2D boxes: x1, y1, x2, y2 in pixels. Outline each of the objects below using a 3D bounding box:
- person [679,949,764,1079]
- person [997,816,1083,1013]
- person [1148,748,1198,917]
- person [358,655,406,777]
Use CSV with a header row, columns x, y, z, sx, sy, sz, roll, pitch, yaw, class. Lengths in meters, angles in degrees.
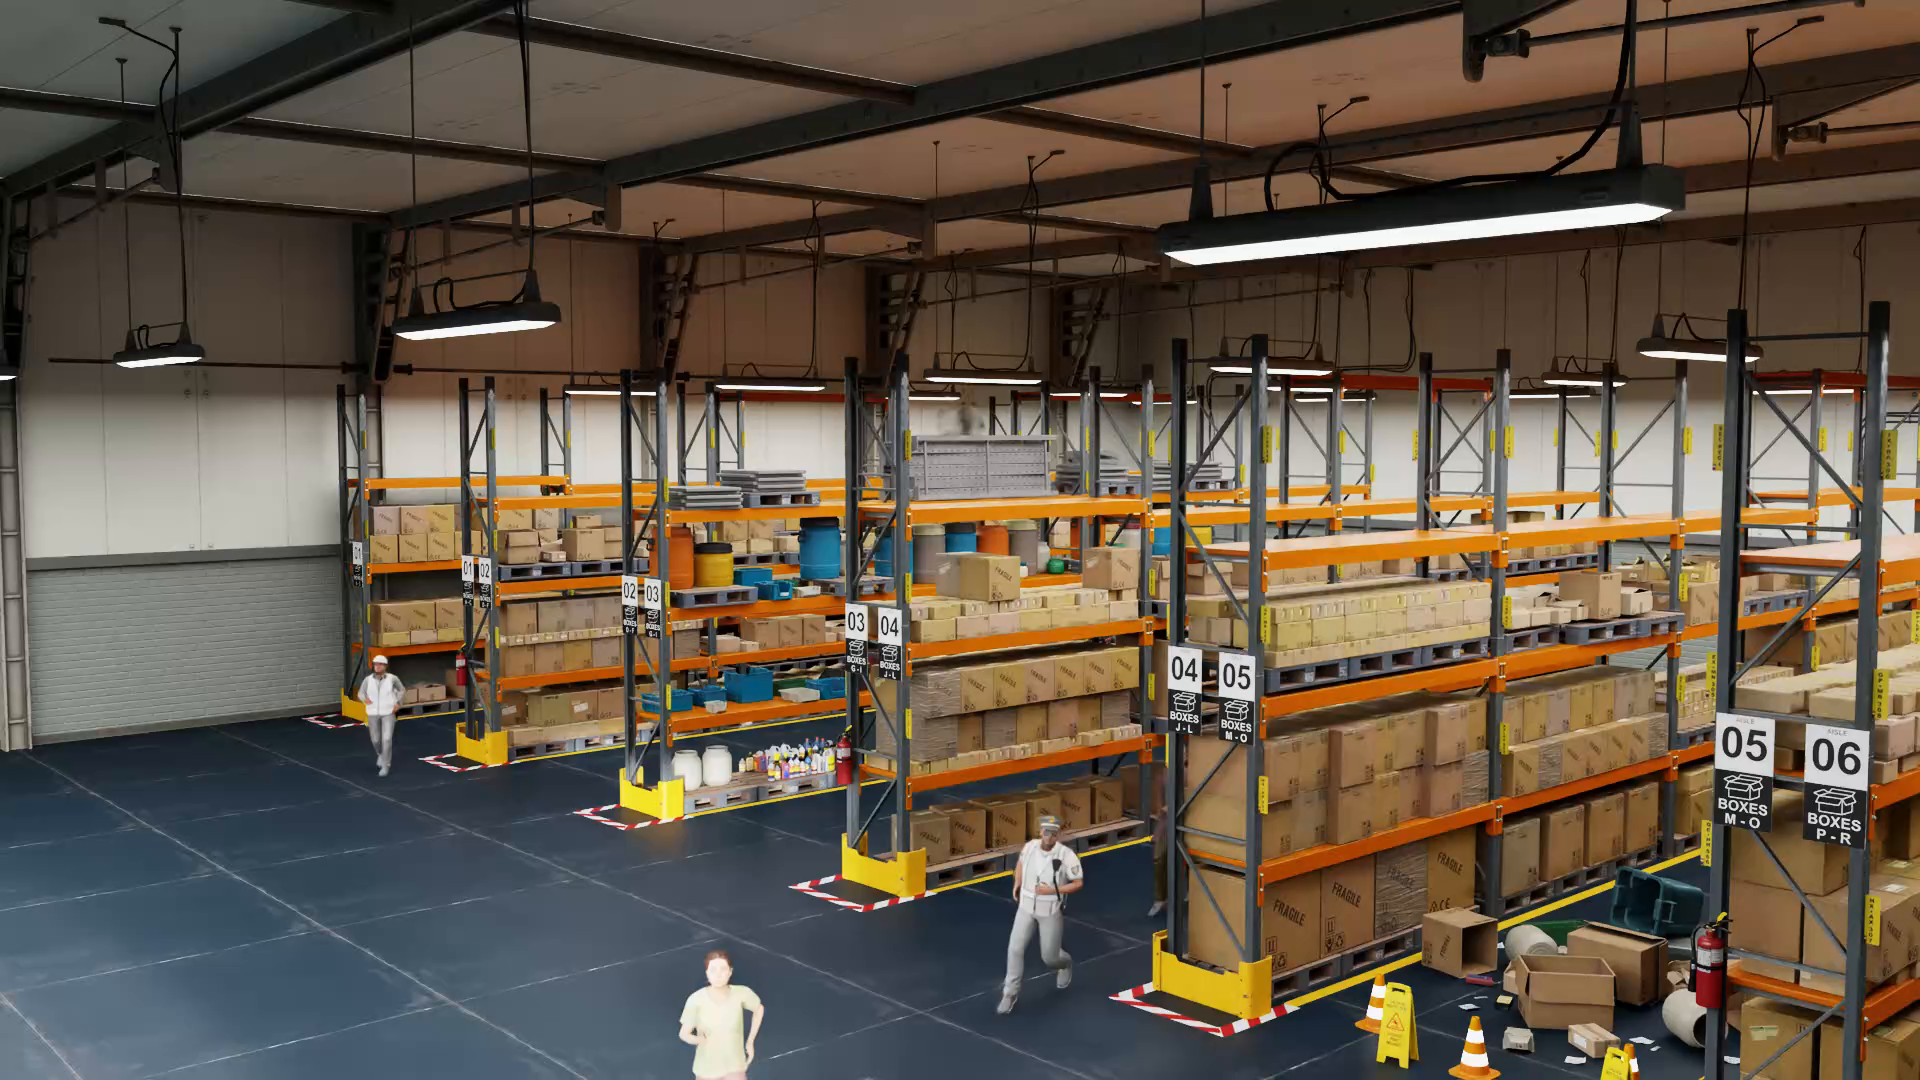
x,y,z,sx,sy,sz,roll,pitch,yaw,class
-1.603,3.597,11.164,0.558,1.705,0.670,0,4,-4,person
0.774,3.334,15.003,0.689,1.757,0.866,2,4,24,person
2.370,3.109,17.895,0.688,1.839,0.873,3,5,38,person
-8.738,2.626,25.113,0.682,1.785,0.859,-1,4,-11,person
